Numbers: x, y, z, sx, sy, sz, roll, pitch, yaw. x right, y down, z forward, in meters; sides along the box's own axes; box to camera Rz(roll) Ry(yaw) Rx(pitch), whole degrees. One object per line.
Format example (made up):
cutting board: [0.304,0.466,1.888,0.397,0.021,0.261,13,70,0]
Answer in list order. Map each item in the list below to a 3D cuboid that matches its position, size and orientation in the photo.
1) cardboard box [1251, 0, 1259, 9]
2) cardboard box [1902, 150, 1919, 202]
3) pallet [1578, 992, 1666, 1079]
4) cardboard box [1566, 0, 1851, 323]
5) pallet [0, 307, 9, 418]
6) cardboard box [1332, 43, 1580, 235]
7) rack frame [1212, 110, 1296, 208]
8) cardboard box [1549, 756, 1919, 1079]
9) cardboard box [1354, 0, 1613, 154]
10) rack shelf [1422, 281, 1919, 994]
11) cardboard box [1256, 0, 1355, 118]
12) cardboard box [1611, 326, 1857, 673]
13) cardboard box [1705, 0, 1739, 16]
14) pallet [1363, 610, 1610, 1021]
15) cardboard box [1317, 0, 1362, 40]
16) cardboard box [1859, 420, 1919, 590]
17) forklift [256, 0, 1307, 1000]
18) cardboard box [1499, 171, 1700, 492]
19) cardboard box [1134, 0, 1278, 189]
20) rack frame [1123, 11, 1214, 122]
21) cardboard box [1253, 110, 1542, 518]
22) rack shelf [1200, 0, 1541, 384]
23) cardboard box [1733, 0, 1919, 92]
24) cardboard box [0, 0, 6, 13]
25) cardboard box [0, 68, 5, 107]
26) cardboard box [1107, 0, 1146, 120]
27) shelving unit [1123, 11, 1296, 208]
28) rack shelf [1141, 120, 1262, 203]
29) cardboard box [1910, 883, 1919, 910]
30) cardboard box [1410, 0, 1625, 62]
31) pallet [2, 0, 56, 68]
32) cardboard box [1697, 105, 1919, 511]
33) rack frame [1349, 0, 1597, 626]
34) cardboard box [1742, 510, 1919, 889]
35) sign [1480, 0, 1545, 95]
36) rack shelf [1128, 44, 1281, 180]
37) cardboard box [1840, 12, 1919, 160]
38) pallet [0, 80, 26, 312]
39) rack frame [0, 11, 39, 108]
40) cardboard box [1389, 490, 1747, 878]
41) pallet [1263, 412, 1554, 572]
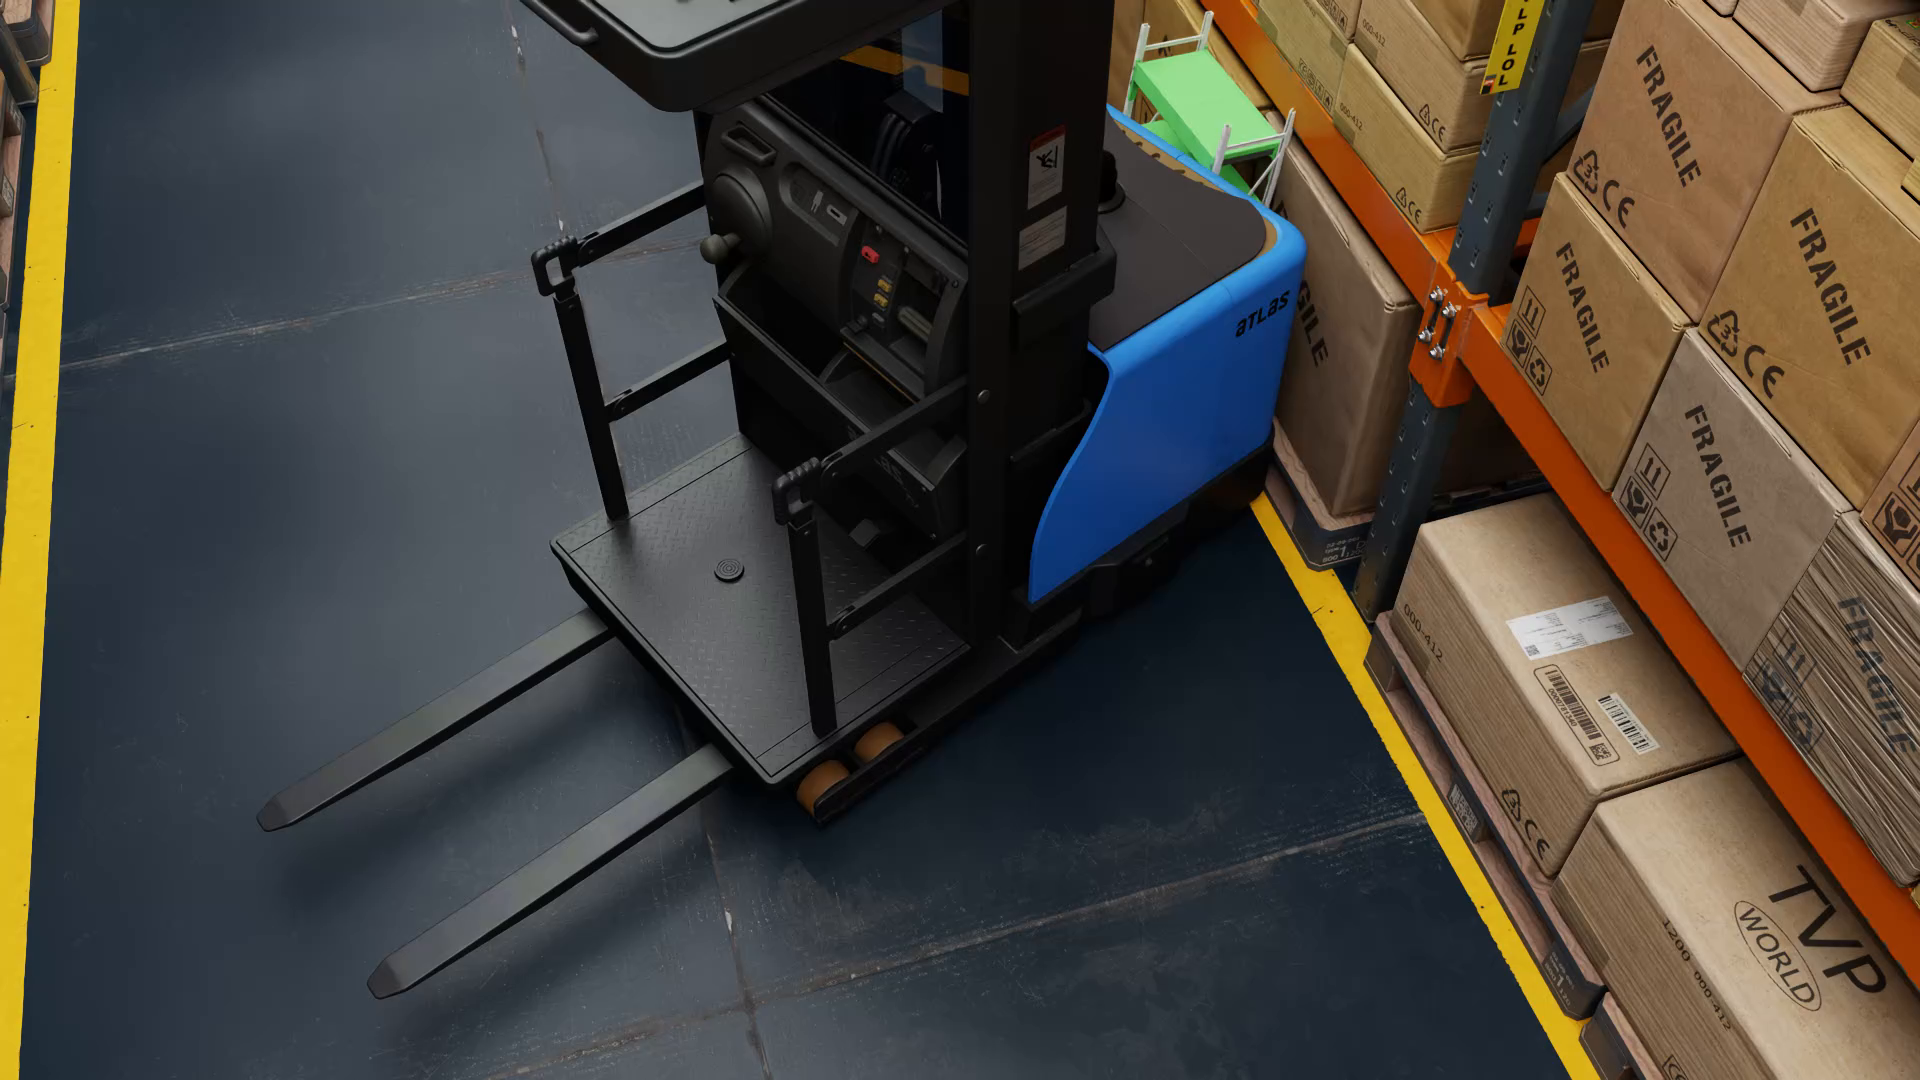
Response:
cardboard box: [1.038,-1.832,4.931,0.500,0.250,0.500,-15,51,-12]
cardboard box: [1.759,-0.583,2.636,0.380,0.149,0.250,-14,51,-11]
pallet: [2.207,1.500,3.848,1.003,0.211,1.213,-13,51,-11]
cardboard box: [1.601,-0.817,3.257,0.500,0.500,0.500,-13,51,-11]
pallet: [-3.690,-0.319,5.381,1.003,0.211,1.213,-13,51,-11]
cardboard box: [1.319,-1.087,4.303,0.500,0.250,0.500,-14,51,-12]
rack frame: [0.789,-0.815,5.141,0.240,1.200,0.015,-17,56,-19]
cardboard box: [2.040,0.962,3.878,0.875,0.438,0.875,-15,51,-12]
cardboard box: [1.329,-1.244,4.108,0.500,0.250,0.500,-13,51,-11]
rack shelf: [2.283,0.828,3.061,1.077,0.370,4.000,-13,51,-11]
cardboard box: [1.169,-1.459,4.616,0.500,0.250,0.500,-14,51,-11]
cardboard box: [1.726,-0.127,3.329,0.500,0.500,0.500,-13,51,-11]
cardboard box: [1.537,-1.139,3.105,0.380,0.149,0.250,-14,51,-12]
pallet: [1.842,0.607,4.600,1.003,0.211,1.213,-13,51,-11]
cardboard box: [1.174,-1.608,4.415,0.500,0.250,0.500,-12,51,-10]
cardboard box: [1.886,-0.070,2.627,0.500,0.500,0.500,-12,51,-10]
forklift: [-0.475,-0.635,3.868,3.031,2.935,1.130,-33,57,-25]
cardboard box: [1.581,-0.495,3.640,0.500,0.500,0.500,-12,51,-10]
cardboard box: [1.158,-1.408,5.590,0.875,0.875,0.875,-12,51,-10]
rack frame: [0.590,-1.176,5.401,0.240,1.200,0.015,-17,56,-19]
cardboard box: [1.432,-0.750,5.035,0.875,0.875,0.875,-12,51,-10]
rack shelf: [1.101,-2.094,5.524,1.077,0.370,4.000,-13,51,-11]
cardboard box: [1.629,-0.955,2.950,0.380,0.149,0.250,-13,51,-10]
cardboard box: [-4.403,-2.490,6.665,0.875,0.625,0.625,-12,51,-10]
cardboard box: [-3.901,-1.731,6.107,0.500,0.500,0.500,-12,51,-10]
cardboard box: [0.894,-2.061,6.141,0.875,0.875,0.875,-13,51,-11]
shelving unit: [0.690,-0.995,5.271,0.258,1.200,0.503,-17,56,-19]
rack shelf: [0.706,-1.104,5.133,0.258,0.148,0.480,-17,56,-19]
cardboard box: [2.019,0.614,2.705,0.500,0.500,0.500,-12,51,-10]
cardboard box: [1.320,-1.489,3.824,0.500,0.500,0.500,-12,51,-10]
pallet: [-4.438,-2.372,7.112,1.003,0.211,1.213,-13,51,-11]
cardboard box: [1.745,-0.446,2.945,0.500,0.500,0.500,-14,51,-11]
rack frame: [1.692,-0.865,4.017,1.000,3.000,0.127,-13,51,-11]
cardboard box: [1.866,0.238,3.022,0.500,0.500,0.500,-13,51,-11]
sign: [1.177,-1.083,3.495,0.100,0.325,0.005,-13,51,-11]
rack shelf: [0.729,-1.252,4.946,0.258,0.148,0.480,-17,56,-19]
cardboard box: [1.744,-0.778,2.801,0.380,0.149,0.250,-14,51,-11]
pallet: [-4.047,-1.208,6.131,1.003,0.211,1.213,-13,51,-11]
rack frame: [-4.231,-2.661,5.531,1.000,3.000,0.127,-13,51,-11]
cardboard box: [1.775,0.309,4.429,0.875,0.438,0.875,-14,51,-12]
pallet: [1.392,-0.512,5.544,1.003,0.211,1.213,-13,51,-11]
